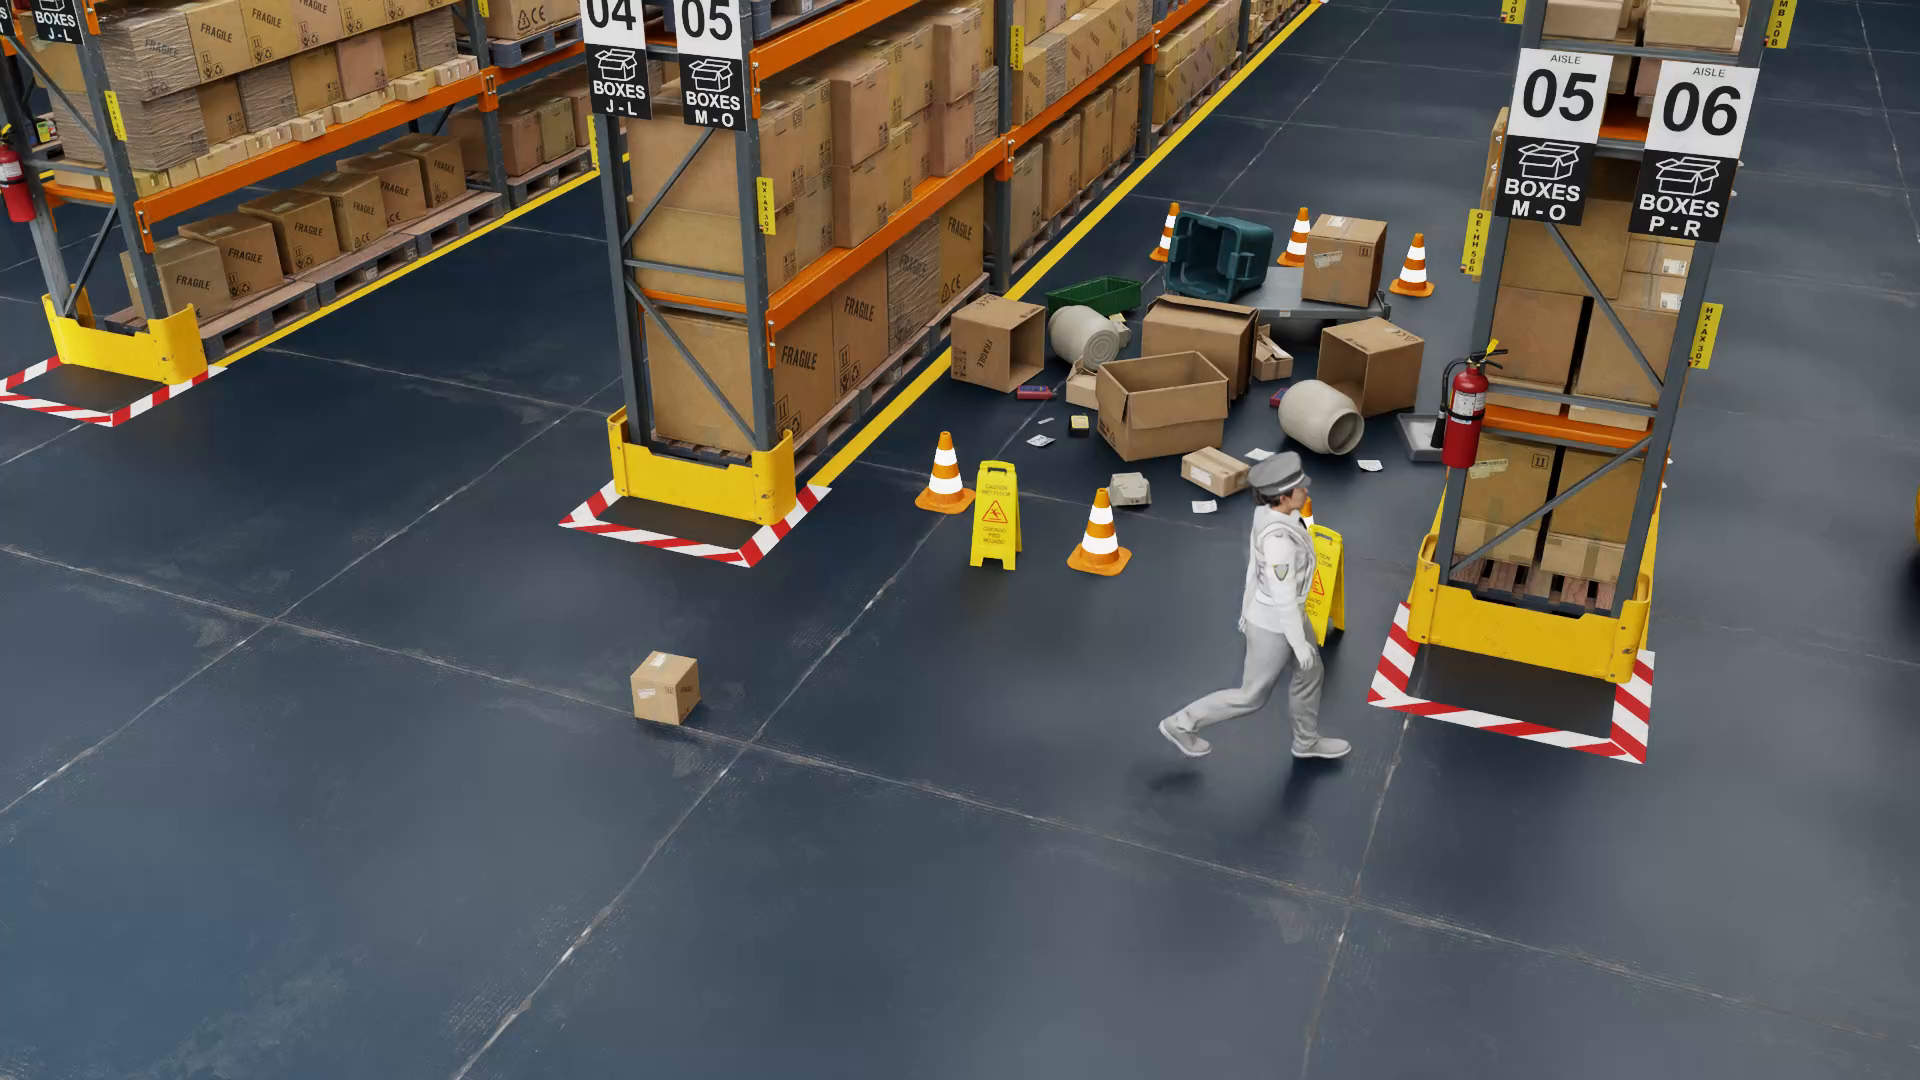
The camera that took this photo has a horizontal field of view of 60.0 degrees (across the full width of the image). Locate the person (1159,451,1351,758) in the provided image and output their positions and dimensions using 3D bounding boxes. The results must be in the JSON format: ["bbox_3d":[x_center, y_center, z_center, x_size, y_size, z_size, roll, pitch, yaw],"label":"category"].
[{"bbox_3d":[1.438,0.351,7.734,0.938,1.647,0.479,4,30,7],"label":"person"}]
